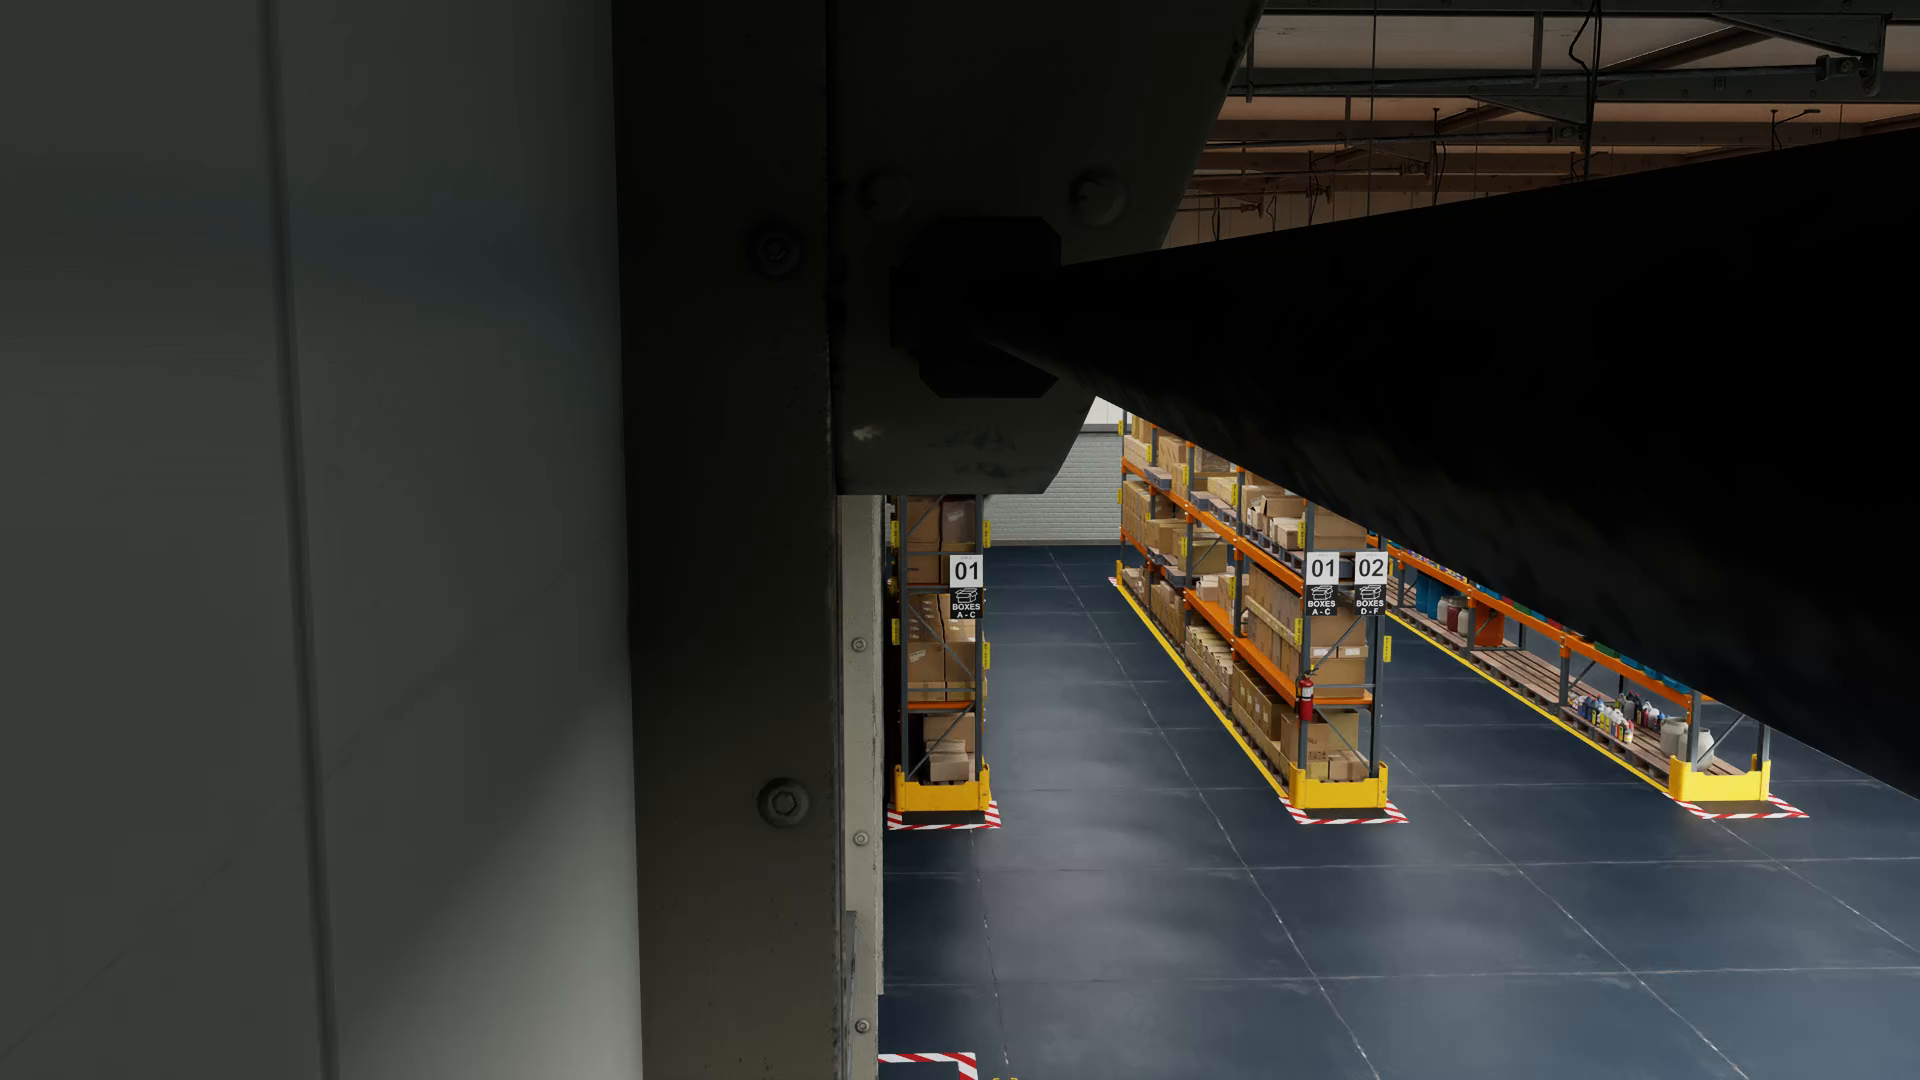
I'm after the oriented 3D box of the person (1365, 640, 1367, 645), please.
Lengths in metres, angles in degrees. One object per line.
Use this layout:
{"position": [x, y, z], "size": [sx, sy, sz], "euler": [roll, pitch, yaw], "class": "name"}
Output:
{"position": [7.298, 1.064, 30.341], "size": [0.574, 1.619, 0.758], "euler": [-1, 8, -8], "class": "person"}
